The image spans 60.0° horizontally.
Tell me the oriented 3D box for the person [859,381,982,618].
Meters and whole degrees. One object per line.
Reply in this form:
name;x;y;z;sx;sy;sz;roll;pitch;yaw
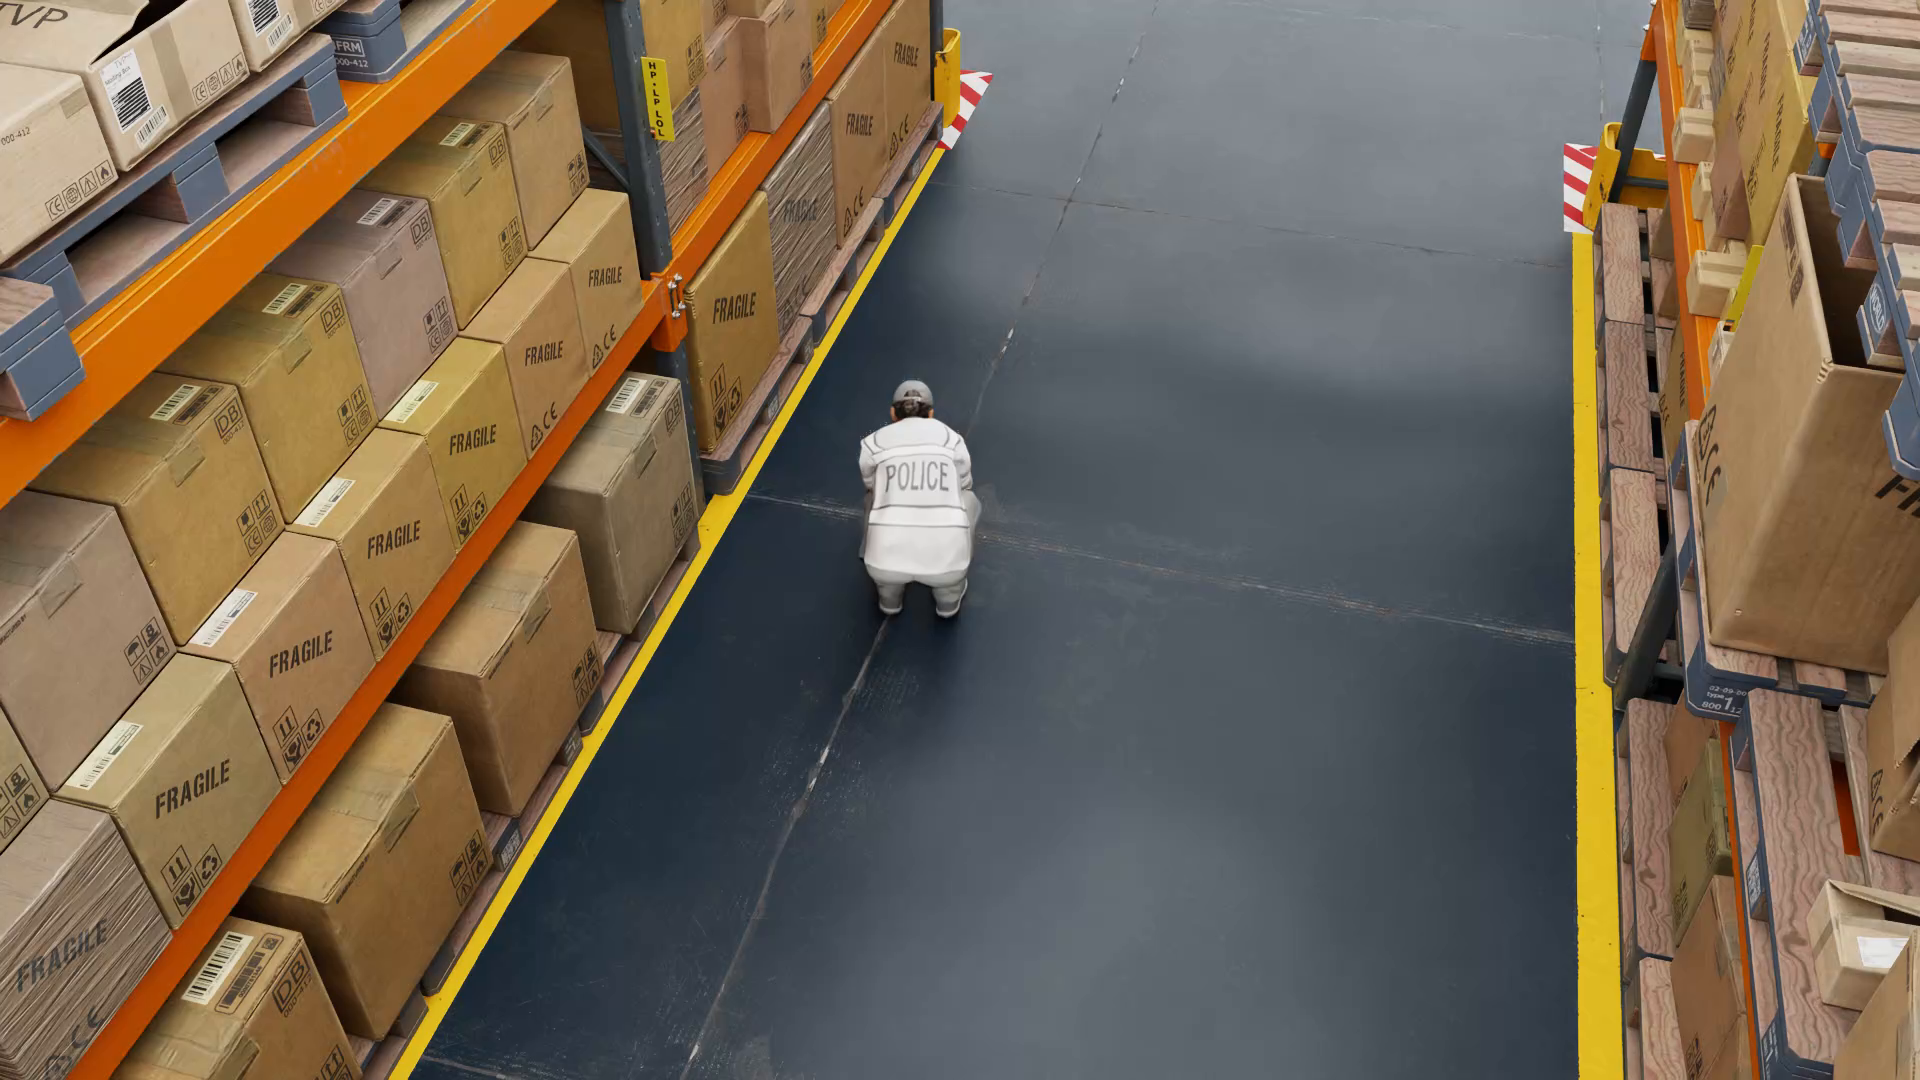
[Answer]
person;-0.172;-0.118;6.933;0.512;0.829;0.865;3;41;4
